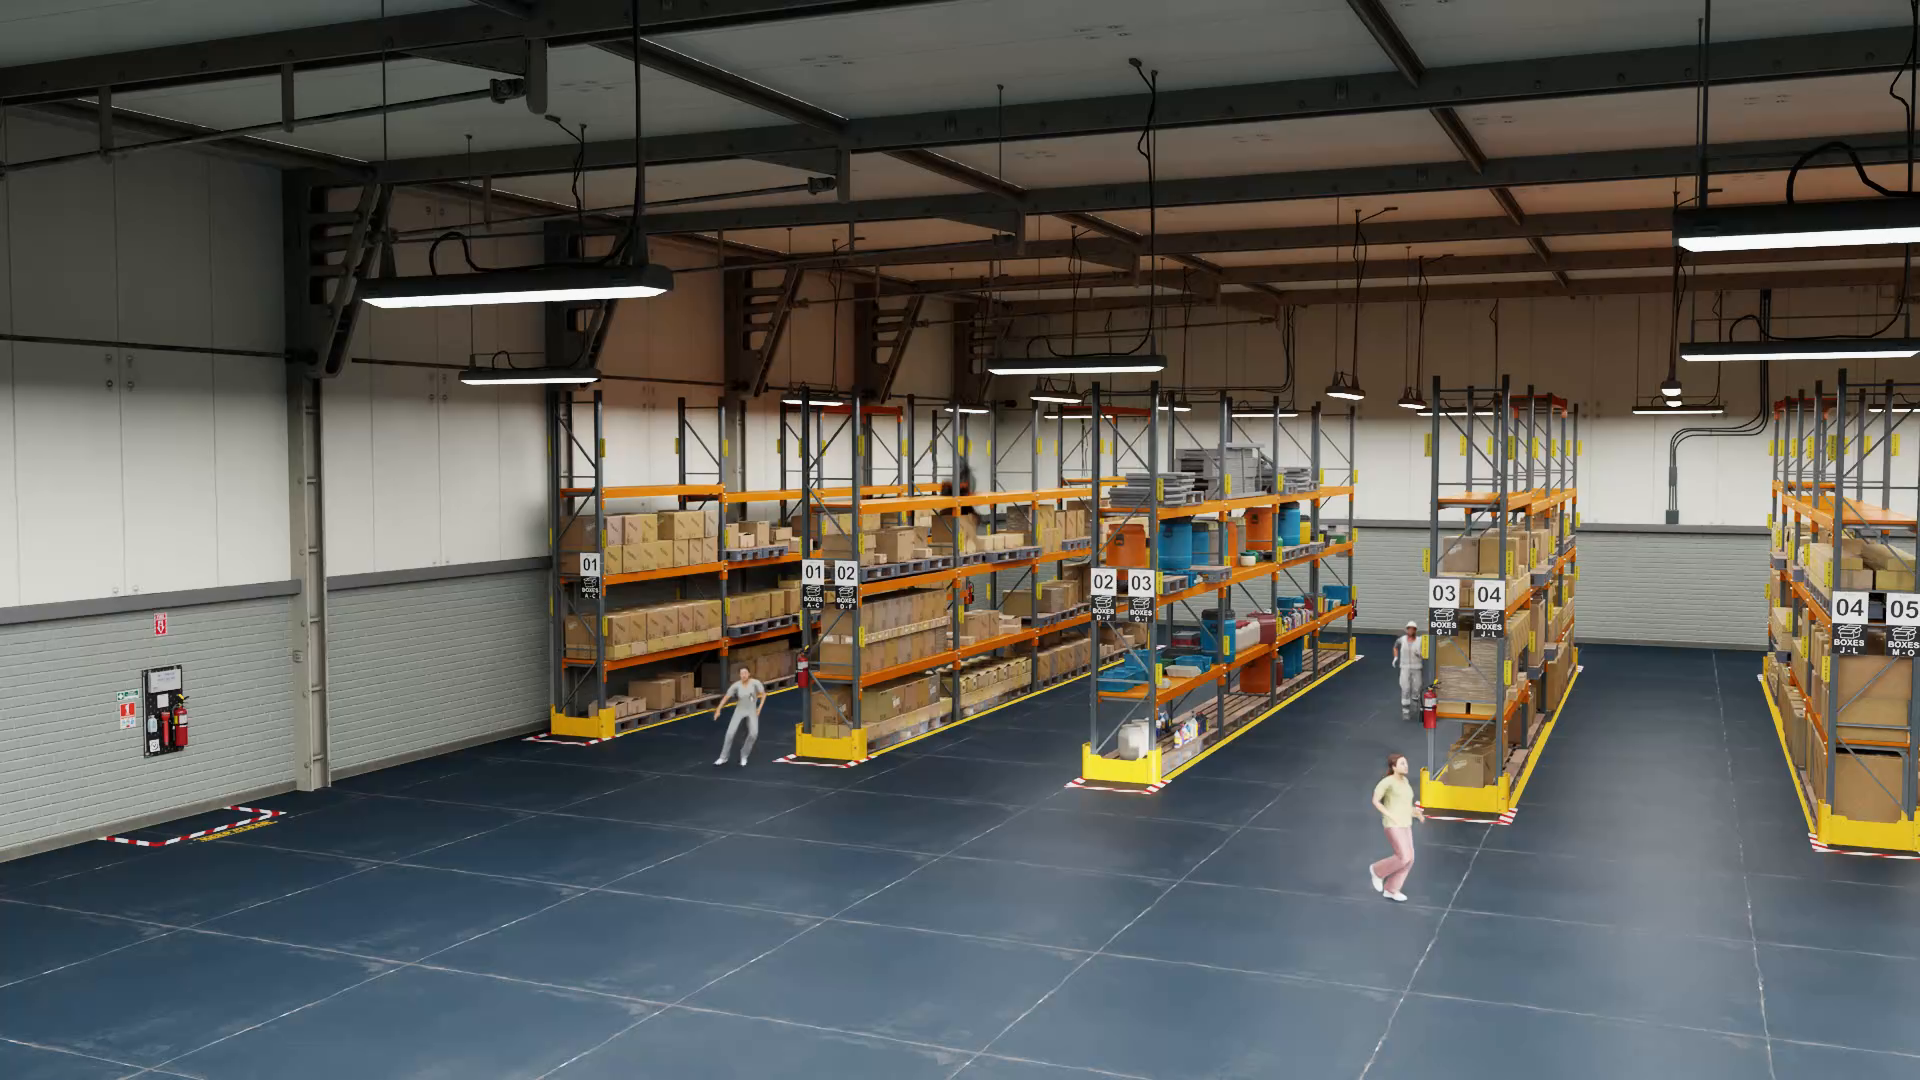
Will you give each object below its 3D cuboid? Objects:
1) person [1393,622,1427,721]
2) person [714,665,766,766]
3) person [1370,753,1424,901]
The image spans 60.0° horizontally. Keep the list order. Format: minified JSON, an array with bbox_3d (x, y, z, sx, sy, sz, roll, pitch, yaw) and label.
[{"bbox_3d":[8.309,2.386,30.637,0.659,1.771,1.004,1,3,17],"label":"person"},{"bbox_3d":[-3.478,2.771,26.319,0.825,1.595,0.484,-1,3,-9],"label":"person"},{"bbox_3d":[4.832,3.167,18.430,0.563,1.624,0.533,-3,4,-41],"label":"person"}]
